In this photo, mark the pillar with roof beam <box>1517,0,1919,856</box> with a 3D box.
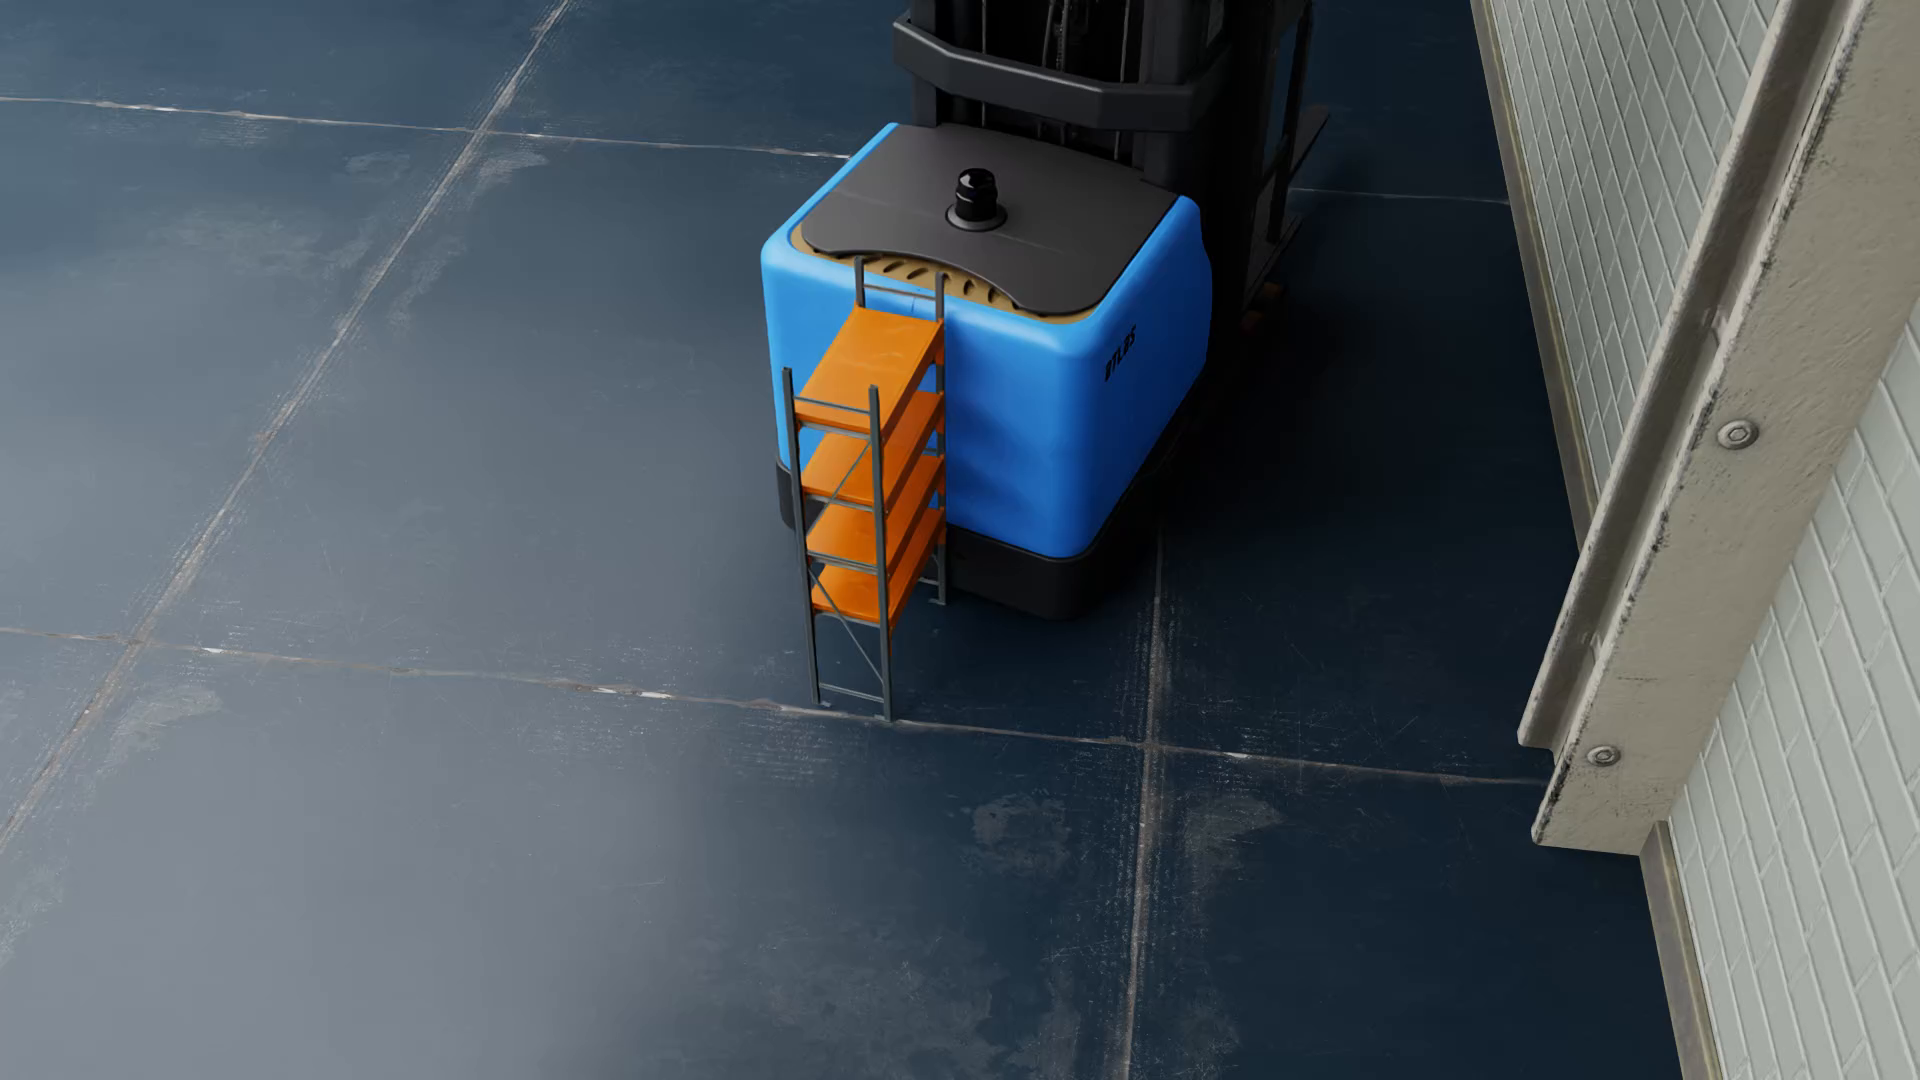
[{"bbox_3d":[-2.570,-2.976,1.848,9.100,9.000,0.400,5,44,6],"label":"pillar with roof beam"}]

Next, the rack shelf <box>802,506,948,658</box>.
[{"bbox_3d":[-0.231,0.087,4.672,0.258,0.148,0.480,13,45,13],"label":"rack shelf"}]

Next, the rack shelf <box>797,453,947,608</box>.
[{"bbox_3d":[-0.231,-0.057,4.535,0.258,0.148,0.480,13,45,13],"label":"rack shelf"}]

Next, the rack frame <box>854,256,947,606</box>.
[{"bbox_3d":[-0.156,-0.266,4.658,0.240,1.200,0.015,13,45,13],"label":"rack frame"}]

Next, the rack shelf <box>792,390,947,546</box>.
[{"bbox_3d":[-0.231,-0.220,4.382,0.258,0.148,0.480,13,45,13],"label":"rack shelf"}]

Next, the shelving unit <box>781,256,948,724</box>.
[{"bbox_3d":[-0.231,-0.106,4.489,0.258,1.200,0.503,13,45,13],"label":"shelving unit"}]

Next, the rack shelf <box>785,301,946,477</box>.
[{"bbox_3d":[-0.231,-0.391,4.219,0.258,0.148,0.480,13,45,13],"label":"rack shelf"}]

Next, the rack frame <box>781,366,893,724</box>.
[{"bbox_3d":[-0.306,0.054,4.321,0.240,1.200,0.015,13,45,13],"label":"rack frame"}]

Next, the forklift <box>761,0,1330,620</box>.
[{"bbox_3d":[0.540,-1.844,5.066,1.130,2.935,3.031,19,47,19],"label":"forklift"}]
